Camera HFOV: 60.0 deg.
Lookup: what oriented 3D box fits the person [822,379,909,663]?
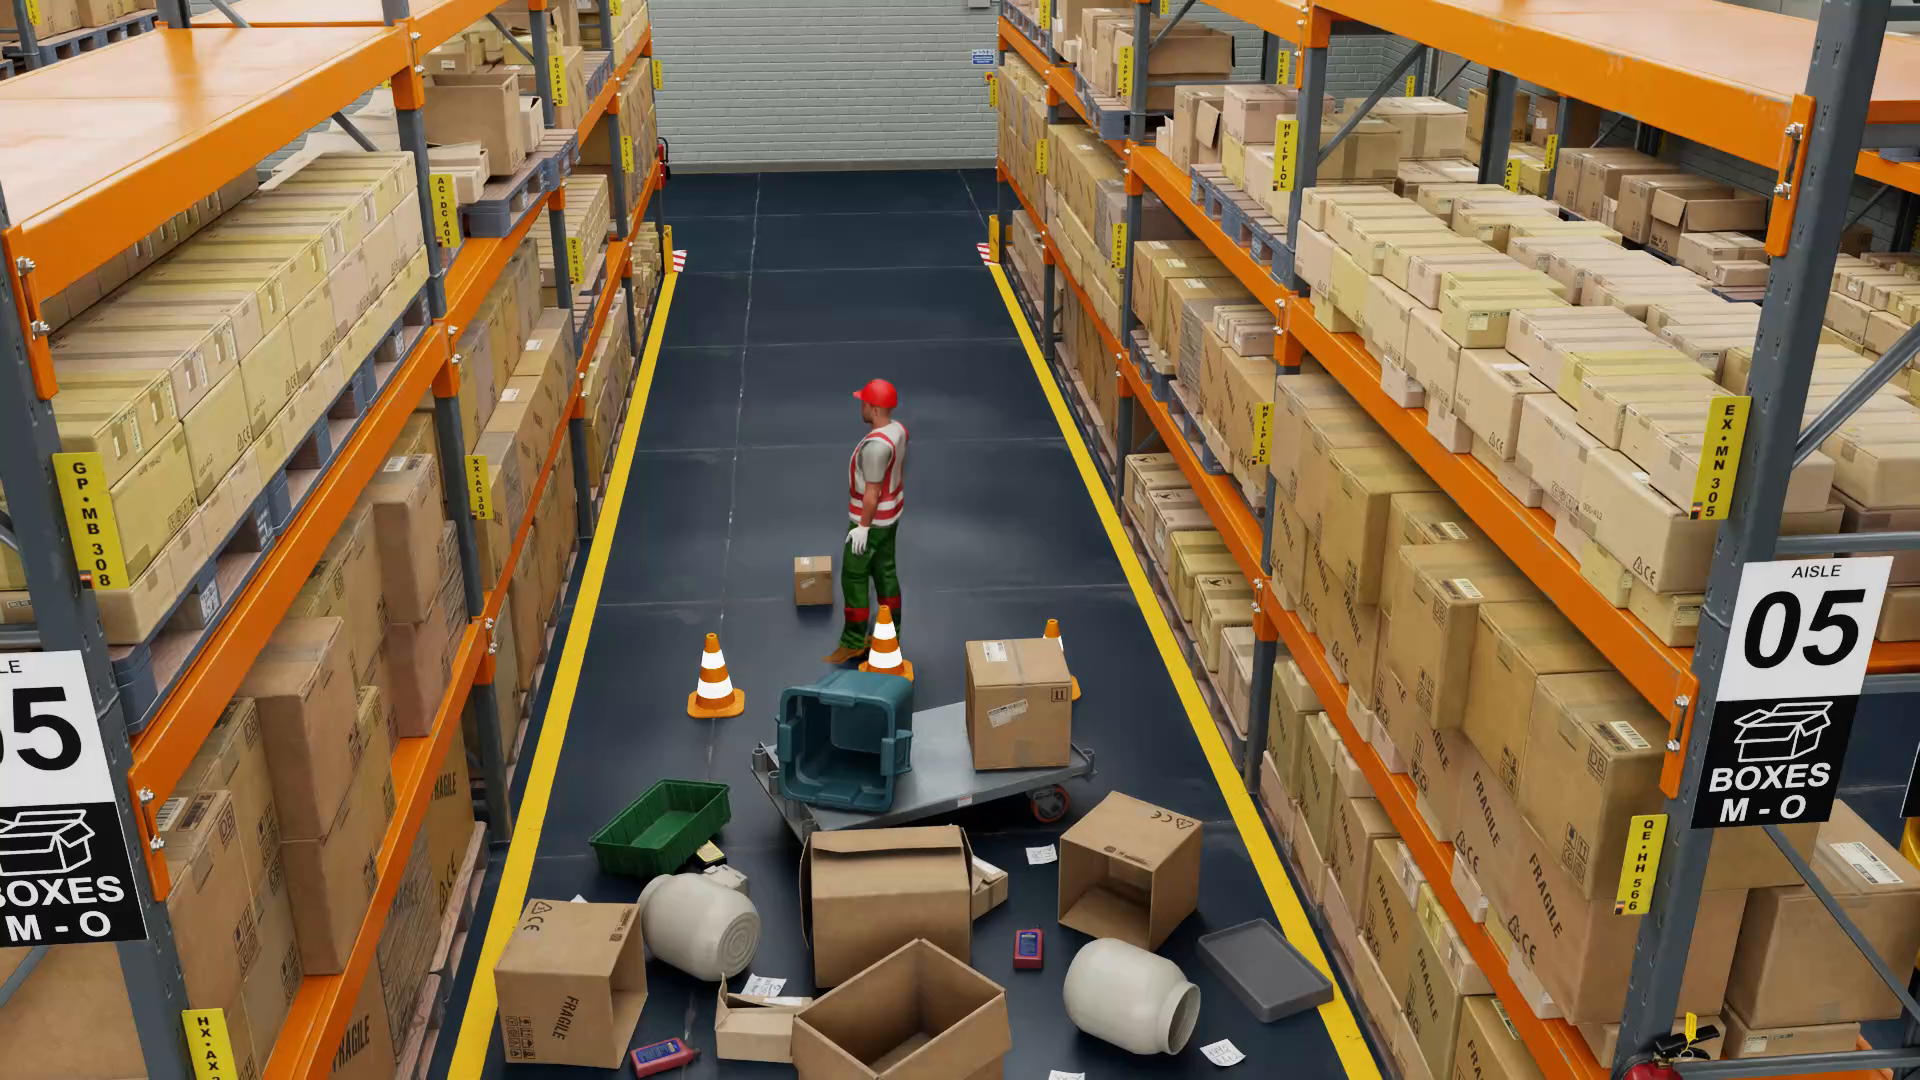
[{"bbox_3d":[-0.588,-0.118,10.380,0.480,1.838,0.581,7,24,15],"label":"person"}]
